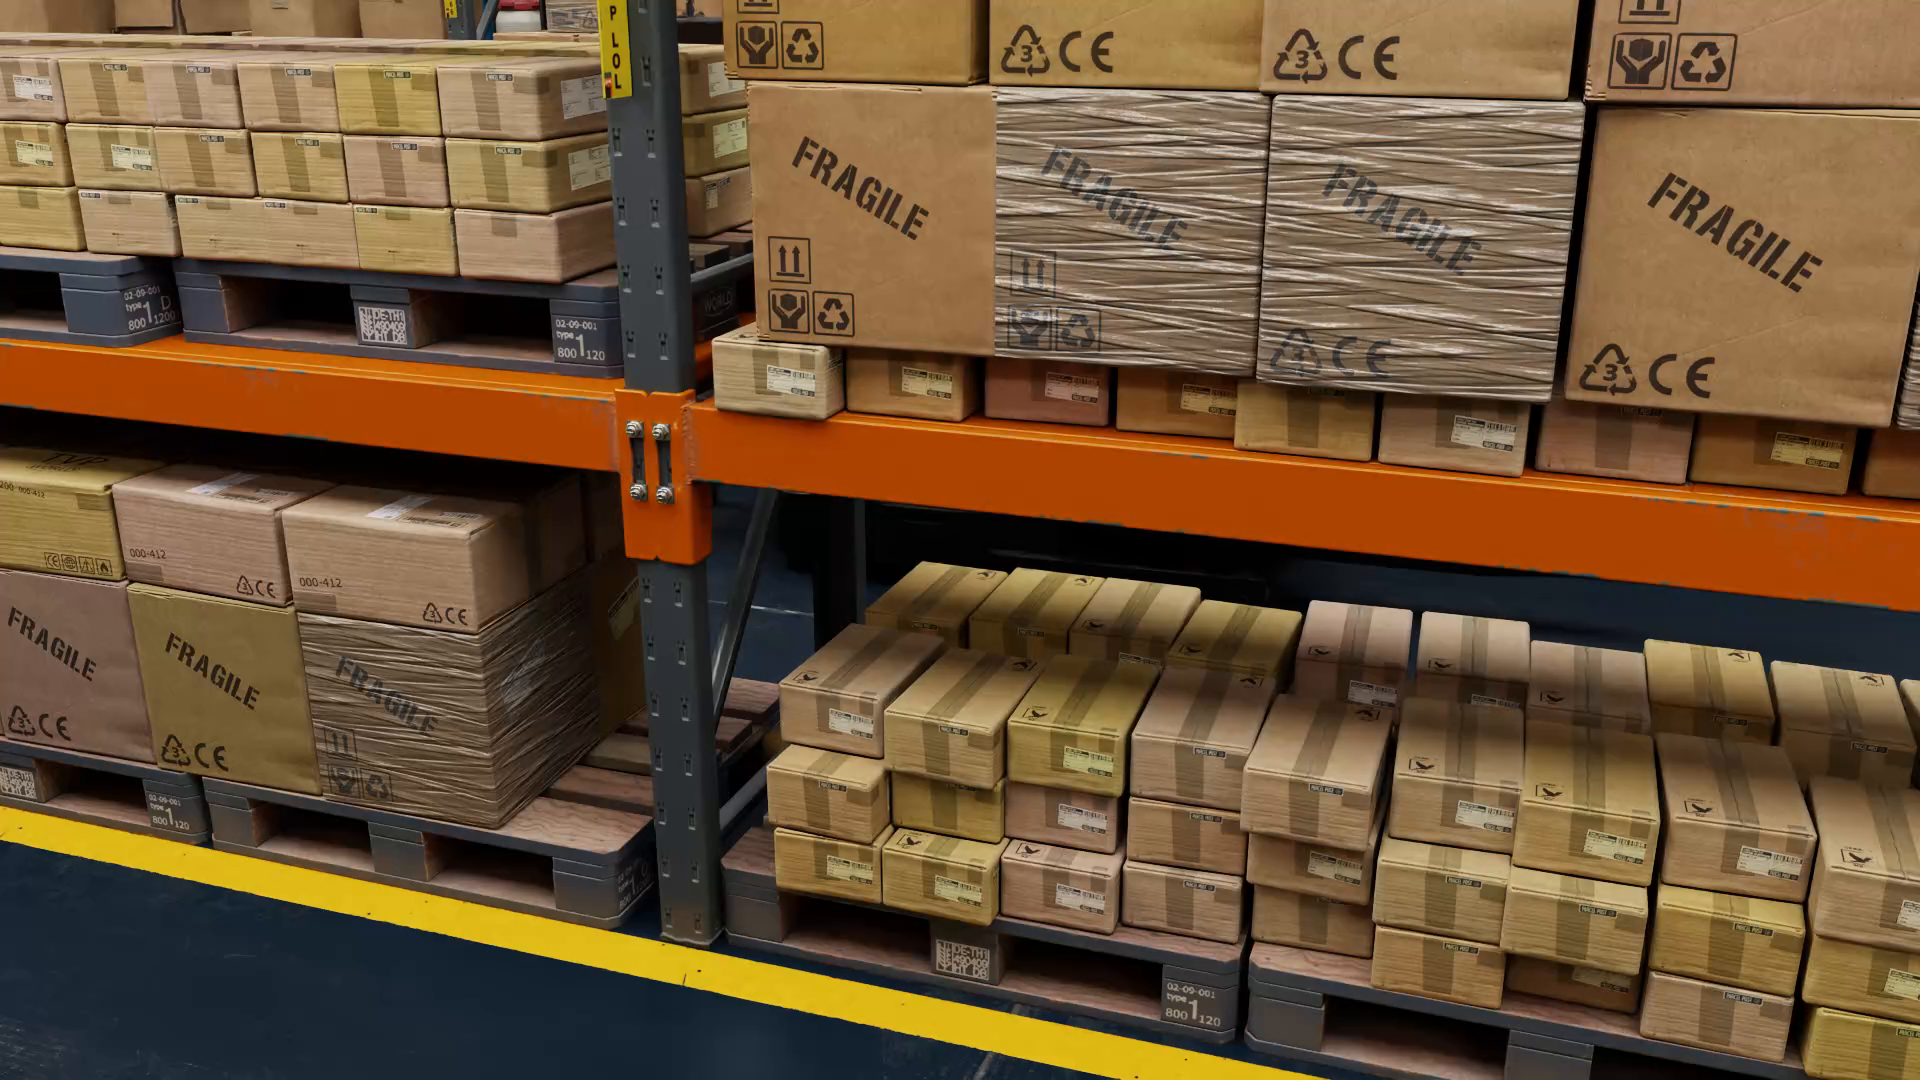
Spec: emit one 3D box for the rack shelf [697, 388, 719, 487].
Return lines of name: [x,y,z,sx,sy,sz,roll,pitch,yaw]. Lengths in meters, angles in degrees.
rack shelf: [-0.853,-0.393,6.680,0.480,0.518,0.431,5,20,15]

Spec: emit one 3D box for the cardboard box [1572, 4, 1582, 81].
cardboard box: [1.025,-1.207,3.359,0.500,0.500,0.500,7,20,19]

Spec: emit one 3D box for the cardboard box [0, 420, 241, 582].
cardboard box: [-2.248,-0.114,4.367,0.500,0.250,0.500,6,20,16]

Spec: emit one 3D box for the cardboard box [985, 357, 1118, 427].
cardboard box: [0.221,-0.360,3.433,0.250,0.149,0.380,6,20,16]

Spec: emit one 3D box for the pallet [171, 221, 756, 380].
pallet: [-1.151,-0.665,4.219,1.213,0.211,1.003,7,20,18]

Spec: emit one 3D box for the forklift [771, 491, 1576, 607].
forklift: [0.861,-1.271,5.867,3.031,2.867,1.129,5,20,15]

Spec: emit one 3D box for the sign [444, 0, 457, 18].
sign: [-2.701,-2.931,8.788,0.005,0.325,0.100,7,20,18]

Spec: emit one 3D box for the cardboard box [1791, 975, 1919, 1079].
cardboard box: [1.740,0.878,3.194,0.250,0.149,0.380,6,20,16]

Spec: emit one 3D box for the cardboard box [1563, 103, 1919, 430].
cardboard box: [1.359,-0.518,2.902,0.500,0.500,0.500,8,21,21]

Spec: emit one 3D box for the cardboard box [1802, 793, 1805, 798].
cardboard box: [1.902,0.569,3.629,0.250,0.149,0.380,6,20,15]

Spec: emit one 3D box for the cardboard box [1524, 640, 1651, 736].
cardboard box: [1.400,0.375,3.731,0.250,0.149,0.380,7,20,18]

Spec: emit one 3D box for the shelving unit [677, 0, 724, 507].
shelving unit: [-0.853,-1.066,6.446,0.503,2.100,0.431,5,20,15]

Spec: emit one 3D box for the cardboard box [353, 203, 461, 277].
cardboard box: [-1.162,-0.717,3.819,0.250,0.149,0.380,7,20,18]

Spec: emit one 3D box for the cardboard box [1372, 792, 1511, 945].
cardboard box: [0.995,0.647,3.405,0.250,0.149,0.380,6,20,18]

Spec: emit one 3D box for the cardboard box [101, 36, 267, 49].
cardboard box: [-2.175,-1.341,4.707,0.250,0.149,0.380,7,20,20]

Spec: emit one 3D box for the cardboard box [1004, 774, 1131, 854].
cardboard box: [0.271,0.533,3.732,0.250,0.149,0.380,6,20,18]

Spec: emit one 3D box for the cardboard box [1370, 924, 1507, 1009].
cardboard box: [1.001,0.787,3.455,0.250,0.149,0.380,6,20,17]

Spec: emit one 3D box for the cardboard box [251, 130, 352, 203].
cardboard box: [-1.400,-0.885,3.851,0.250,0.149,0.380,7,21,20]

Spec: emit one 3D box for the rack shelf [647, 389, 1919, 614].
rack shelf: [1.413,-0.072,3.319,4.000,0.370,1.077,7,20,18]

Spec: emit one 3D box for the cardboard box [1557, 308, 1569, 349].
cardboard box: [1.371,-0.405,3.562,0.250,0.149,0.380,7,20,19]

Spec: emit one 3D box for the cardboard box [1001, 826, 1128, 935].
cardboard box: [0.265,0.699,3.708,0.250,0.149,0.380,6,20,18]

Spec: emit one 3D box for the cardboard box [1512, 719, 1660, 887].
cardboard box: [1.249,0.517,3.324,0.250,0.149,0.380,7,20,18]

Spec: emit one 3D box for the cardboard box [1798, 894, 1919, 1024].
cardboard box: [1.725,0.736,3.150,0.250,0.149,0.380,7,20,19]

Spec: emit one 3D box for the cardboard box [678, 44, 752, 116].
cardboard box: [-0.698,-1.174,4.227,0.250,0.149,0.380,8,21,21]

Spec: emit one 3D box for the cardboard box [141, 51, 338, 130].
cardboard box: [-1.665,-1.057,3.891,0.250,0.149,0.380,6,20,18]

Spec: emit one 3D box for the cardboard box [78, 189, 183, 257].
cardboard box: [-1.898,-0.800,4.057,0.250,0.149,0.380,6,20,16]

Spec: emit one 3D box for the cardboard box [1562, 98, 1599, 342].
cardboard box: [1.513,-0.678,3.360,0.500,0.500,0.500,6,20,17]

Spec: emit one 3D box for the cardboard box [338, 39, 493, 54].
cardboard box: [-1.439,-1.259,4.469,0.250,0.149,0.380,6,20,17]

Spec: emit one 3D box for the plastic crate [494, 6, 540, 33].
plastic crate: [-4.127,-4.636,15.223,0.583,0.464,0.402,7,20,18]

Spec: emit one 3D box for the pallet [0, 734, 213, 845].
pallet: [-2.369,0.474,4.896,1.213,0.211,1.003,7,20,18]

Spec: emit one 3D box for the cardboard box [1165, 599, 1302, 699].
cardboard box: [0.656,0.289,3.980,0.250,0.149,0.380,7,20,20]

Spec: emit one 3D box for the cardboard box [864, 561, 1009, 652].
cardboard box: [-0.055,0.197,4.245,0.250,0.149,0.380,7,20,20]

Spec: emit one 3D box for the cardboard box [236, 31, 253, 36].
cardboard box: [-4.196,-2.822,9.682,0.258,0.266,0.396,6,20,17]

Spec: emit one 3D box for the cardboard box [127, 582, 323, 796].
cardboard box: [-1.743,0.297,4.327,0.500,0.500,0.500,6,20,17]

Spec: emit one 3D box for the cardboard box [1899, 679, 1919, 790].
cardboard box: [2.161,0.448,3.522,0.250,0.149,0.380,6,20,15]

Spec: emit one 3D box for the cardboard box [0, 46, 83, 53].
cardboard box: [-2.406,-1.141,4.132,0.250,0.149,0.380,6,20,17]

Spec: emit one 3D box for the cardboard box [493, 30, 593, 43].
cardboard box: [-2.162,-2.501,9.043,0.500,0.500,0.500,7,20,20]

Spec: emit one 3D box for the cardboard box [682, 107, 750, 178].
cardboard box: [-0.698,-1.034,4.276,0.250,0.149,0.380,7,20,19]

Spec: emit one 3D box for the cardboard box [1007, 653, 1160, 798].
cardboard box: [0.277,0.401,3.659,0.250,0.149,0.380,6,20,17]

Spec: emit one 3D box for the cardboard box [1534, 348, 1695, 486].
cardboard box: [1.212,-0.235,3.076,0.250,0.149,0.380,7,21,20]

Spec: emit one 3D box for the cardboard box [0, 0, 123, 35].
cardboard box: [-5.606,-3.376,10.153,1.000,1.000,1.000,7,20,18]

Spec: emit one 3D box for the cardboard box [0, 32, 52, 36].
cardboard box: [-2.904,-1.426,4.951,0.250,0.149,0.380,7,20,20]

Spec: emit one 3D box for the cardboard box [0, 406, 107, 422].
cardboard box: [-2.567,-0.329,4.983,0.500,0.250,0.500,7,20,19]
